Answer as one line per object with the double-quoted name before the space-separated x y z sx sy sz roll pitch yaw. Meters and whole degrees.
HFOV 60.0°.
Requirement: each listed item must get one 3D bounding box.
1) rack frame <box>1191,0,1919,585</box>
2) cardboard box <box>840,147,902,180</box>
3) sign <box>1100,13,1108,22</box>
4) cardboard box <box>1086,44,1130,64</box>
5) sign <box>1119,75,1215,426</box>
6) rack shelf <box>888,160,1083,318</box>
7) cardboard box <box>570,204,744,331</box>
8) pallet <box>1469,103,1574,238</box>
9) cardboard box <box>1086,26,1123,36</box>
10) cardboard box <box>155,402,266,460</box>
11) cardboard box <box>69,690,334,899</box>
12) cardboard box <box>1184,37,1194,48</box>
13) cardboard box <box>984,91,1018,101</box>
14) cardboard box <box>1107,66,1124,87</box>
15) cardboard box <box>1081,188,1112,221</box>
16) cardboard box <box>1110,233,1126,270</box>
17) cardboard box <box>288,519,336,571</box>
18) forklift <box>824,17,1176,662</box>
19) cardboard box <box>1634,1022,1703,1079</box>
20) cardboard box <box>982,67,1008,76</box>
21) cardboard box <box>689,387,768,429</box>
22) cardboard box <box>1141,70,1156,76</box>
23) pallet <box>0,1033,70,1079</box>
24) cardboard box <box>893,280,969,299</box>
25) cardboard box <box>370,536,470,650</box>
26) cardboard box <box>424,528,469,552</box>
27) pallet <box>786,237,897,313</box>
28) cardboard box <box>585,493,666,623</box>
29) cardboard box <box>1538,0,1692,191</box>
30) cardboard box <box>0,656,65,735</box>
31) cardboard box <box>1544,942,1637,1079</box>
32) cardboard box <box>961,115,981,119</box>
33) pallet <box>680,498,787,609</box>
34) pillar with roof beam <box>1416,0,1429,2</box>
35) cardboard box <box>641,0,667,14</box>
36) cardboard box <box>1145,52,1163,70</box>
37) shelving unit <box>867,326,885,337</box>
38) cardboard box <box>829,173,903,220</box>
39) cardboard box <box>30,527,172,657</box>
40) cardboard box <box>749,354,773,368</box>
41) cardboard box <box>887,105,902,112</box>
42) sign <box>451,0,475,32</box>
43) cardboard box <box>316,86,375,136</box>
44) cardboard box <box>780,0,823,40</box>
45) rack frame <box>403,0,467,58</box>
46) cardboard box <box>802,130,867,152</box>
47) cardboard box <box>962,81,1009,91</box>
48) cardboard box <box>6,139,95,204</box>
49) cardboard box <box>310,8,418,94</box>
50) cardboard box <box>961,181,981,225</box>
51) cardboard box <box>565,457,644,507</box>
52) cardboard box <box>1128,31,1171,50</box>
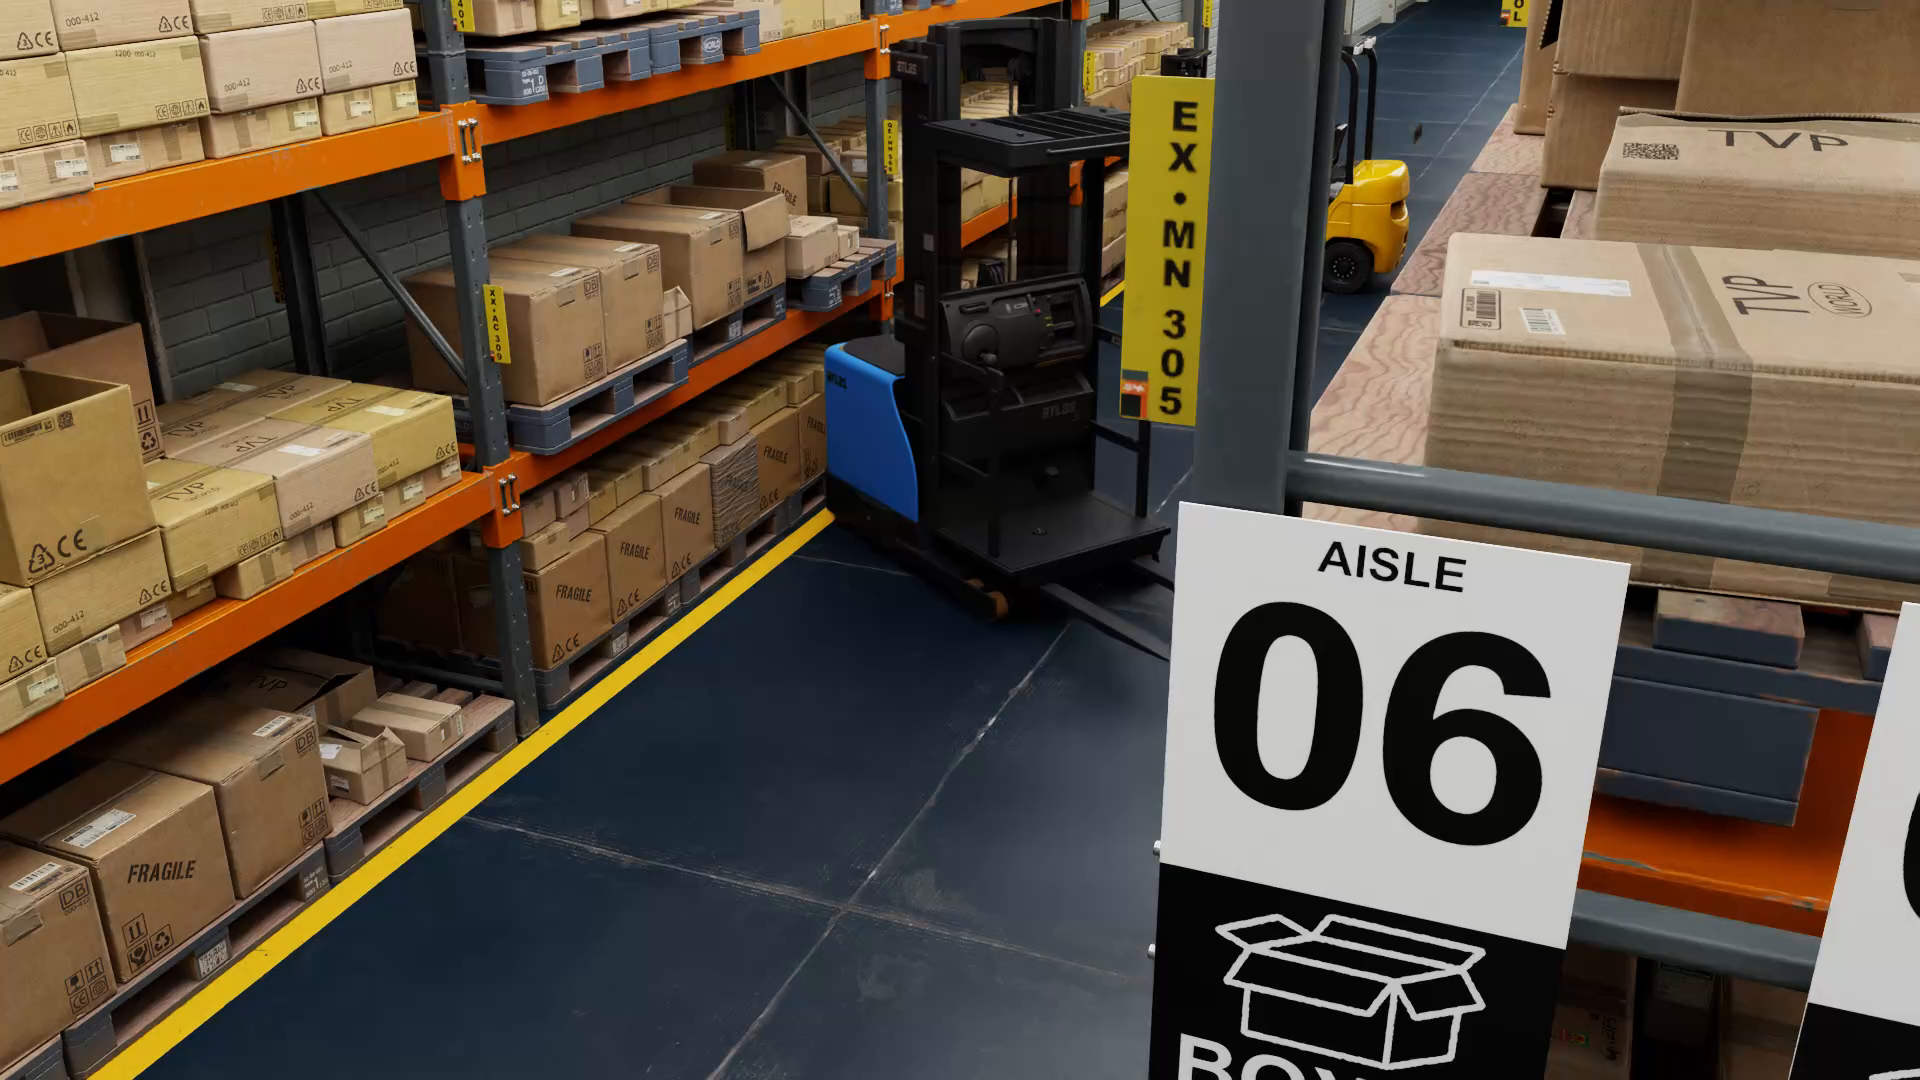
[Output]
"rack frame" 0.702 -1.194 0.933 1.000 3.000 0.127 9 24 20
"cardboard box" -0.544 -2.415 10.669 0.380 0.149 0.250 10 24 22
"sign" 1.522 -5.378 17.508 0.100 0.325 0.005 9 24 20
"cardboard box" 1.305 -4.357 14.931 0.380 0.149 0.250 8 24 19
"sign" 0.203 -0.264 1.554 0.100 0.325 0.005 9 24 20
"rack shelf" -0.193 -2.382 12.493 1.077 0.370 4.000 9 24 20
"cardboard box" -1.551 -1.414 8.568 0.700 0.500 0.500 9 24 20
"pallet" 1.874 -0.909 4.258 1.003 0.211 1.213 9 24 20
"cardboard box" 1.393 -4.982 16.428 0.380 0.149 0.250 9 24 20
"cardboard box" -3.037 -0.315 6.422 0.500 0.250 0.500 9 24 20
"cardboard box" -2.853 0.948 6.288 0.700 0.500 0.500 8 24 18
"cardboard box" 2.167 -5.042 16.957 0.380 0.149 0.250 9 24 21
"cardboard box" 0.410 -3.446 13.136 0.380 0.149 0.250 9 24 20
"cardboard box" 1.238 -4.119 14.748 0.380 0.149 0.250 9 24 21
"cardboard box" 1.020 -2.944 14.631 0.500 0.250 0.500 8 24 19
"cardboard box" 1.211 -2.664 15.258 0.500 0.250 0.500 8 24 19
"cardboard box" -2.579 -0.017 6.226 0.380 0.149 0.250 9 24 21
"forklift" 0.434 -1.128 8.647 1.130 2.935 3.031 -15 27 -31
"cardboard box" 1.145 0.936 2.191 0.500 0.500 0.500 8 24 19
"cardboard box" 0.388 -4.069 14.243 0.380 0.149 0.250 9 24 20
"cardboard box" -1.328 -0.757 9.528 0.380 0.149 0.250 8 24 19
"cardboard box" 1.528 -4.144 15.649 0.500 0.500 0.500 9 24 20
"pallet" -3.584 1.839 5.073 1.003 0.211 1.213 9 24 20
"cardboard box" -0.457 -1.552 12.110 0.875 0.625 0.625 10 25 22
"cardboard box" -2.514 0.175 8.137 0.500 0.500 0.500 9 24 20
"cardboard box" -2.553 -0.079 7.904 0.380 0.149 0.250 8 24 18
"pallet" -1.123 -1.657 10.073 1.213 0.211 1.003 9 24 20
"cardboard box" -1.845 0.060 8.412 0.500 0.500 0.500 8 24 19
"cardboard box" 1.717 -1.042 3.651 0.797 0.503 0.637 11 25 24
"cardboard box" -3.006 0.449 5.110 0.380 0.149 0.250 8 24 19
"cardboard box" 0.649 0.610 2.128 0.380 0.149 0.250 9 24 21
"cardboard box" -0.068 -2.985 12.034 0.380 0.149 0.250 9 24 20
"pallet" -1.703 -0.014 9.510 1.003 0.211 1.213 9 24 20
"pillar with roof beam" 16.080 -17.628 40.277 9.100 9.000 0.400 9 24 20
"cardboard box" -1.565 -2.490 7.580 0.380 0.149 0.250 8 24 19
"cardboard box" 1.713 -4.579 15.850 0.380 0.149 0.250 9 24 20
"shelving unit" -0.385 -0.821 10.336 0.252 1.050 0.215 -16 26 -30
"cardboard box" -0.521 -2.280 10.861 0.500 0.250 0.500 9 24 20
"cardboard box" -2.947 0.125 5.368 0.500 0.250 0.500 8 24 19
"cardboard box" -1.419 -1.195 10.577 0.380 0.149 0.250 10 25 23
"cardboard box" -0.390 -3.141 12.406 0.380 0.149 0.250 9 24 21
"sign" -1.915 -2.114 6.357 0.100 0.325 0.005 9 24 20
"cardboard box" -2.375 -1.576 6.066 0.380 0.149 0.250 9 24 20
"cardboard box" -1.088 -2.914 9.138 0.500 0.250 0.500 9 24 20
"rack frame" -2.422 -3.335 6.058 1.000 3.000 0.127 9 24 20
"cardboard box" -0.857 -2.682 11.308 0.380 0.149 0.250 9 24 20
"cardboard box" 0.220 -3.680 13.696 0.380 0.149 0.250 8 24 19
"cardboard box" -2.826 -1.108 4.946 0.380 0.149 0.250 9 24 21
"cardboard box" -2.369 -1.810 6.108 0.500 0.250 0.500 9 24 20
"cardboard box" -0.168 -2.417 11.839 0.500 0.250 0.500 8 24 18
"cardboard box" -1.837 -0.300 8.433 0.380 0.149 0.250 8 24 19
"cardboard box" 1.808 -4.807 16.010 0.380 0.149 0.250 9 24 21
